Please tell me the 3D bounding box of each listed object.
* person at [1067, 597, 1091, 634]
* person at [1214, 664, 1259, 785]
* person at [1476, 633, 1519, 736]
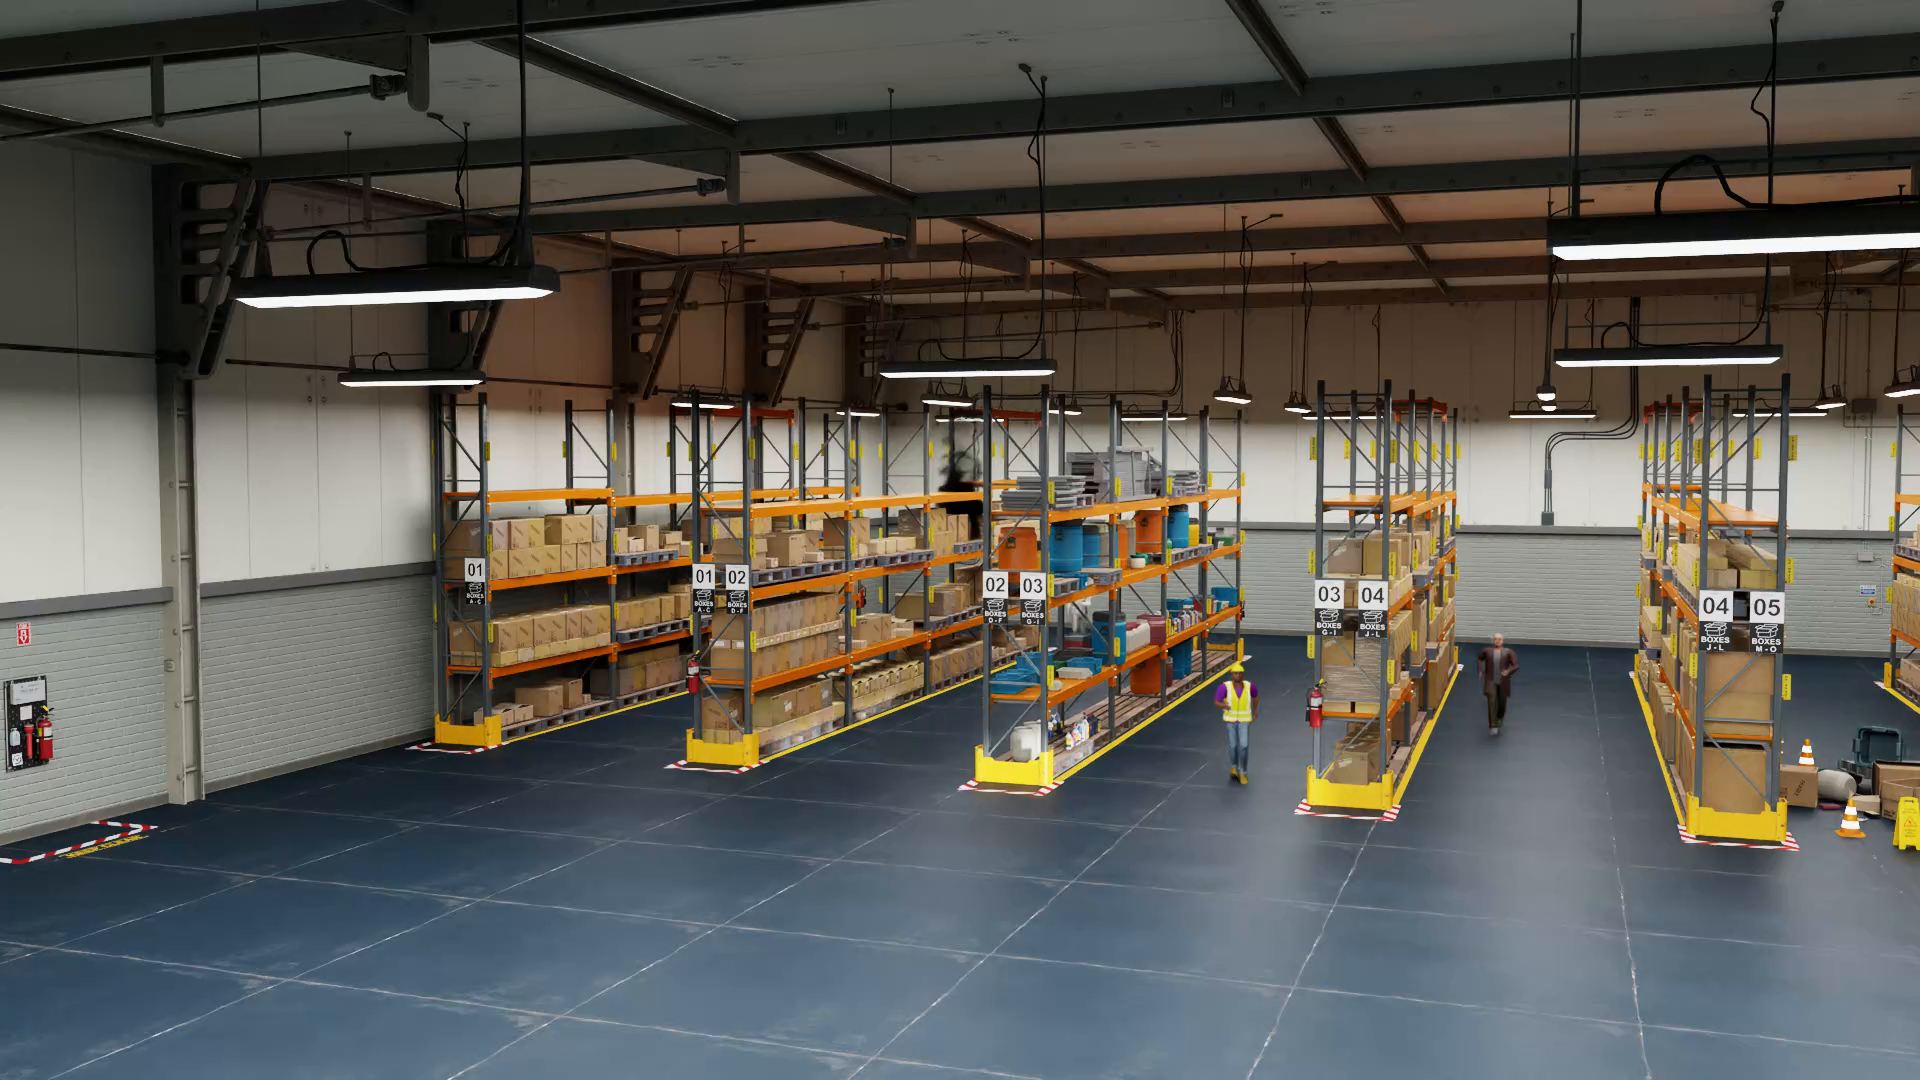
[{"bbox_3d":[2.793,1.812,39.168,0.583,1.792,0.723,0,3,5],"label":"person"},{"bbox_3d":[4.193,2.786,25.246,0.676,1.825,0.769,0,3,9],"label":"person"},{"bbox_3d":[9.515,2.526,29.470,0.727,1.760,1.036,1,3,18],"label":"person"}]
